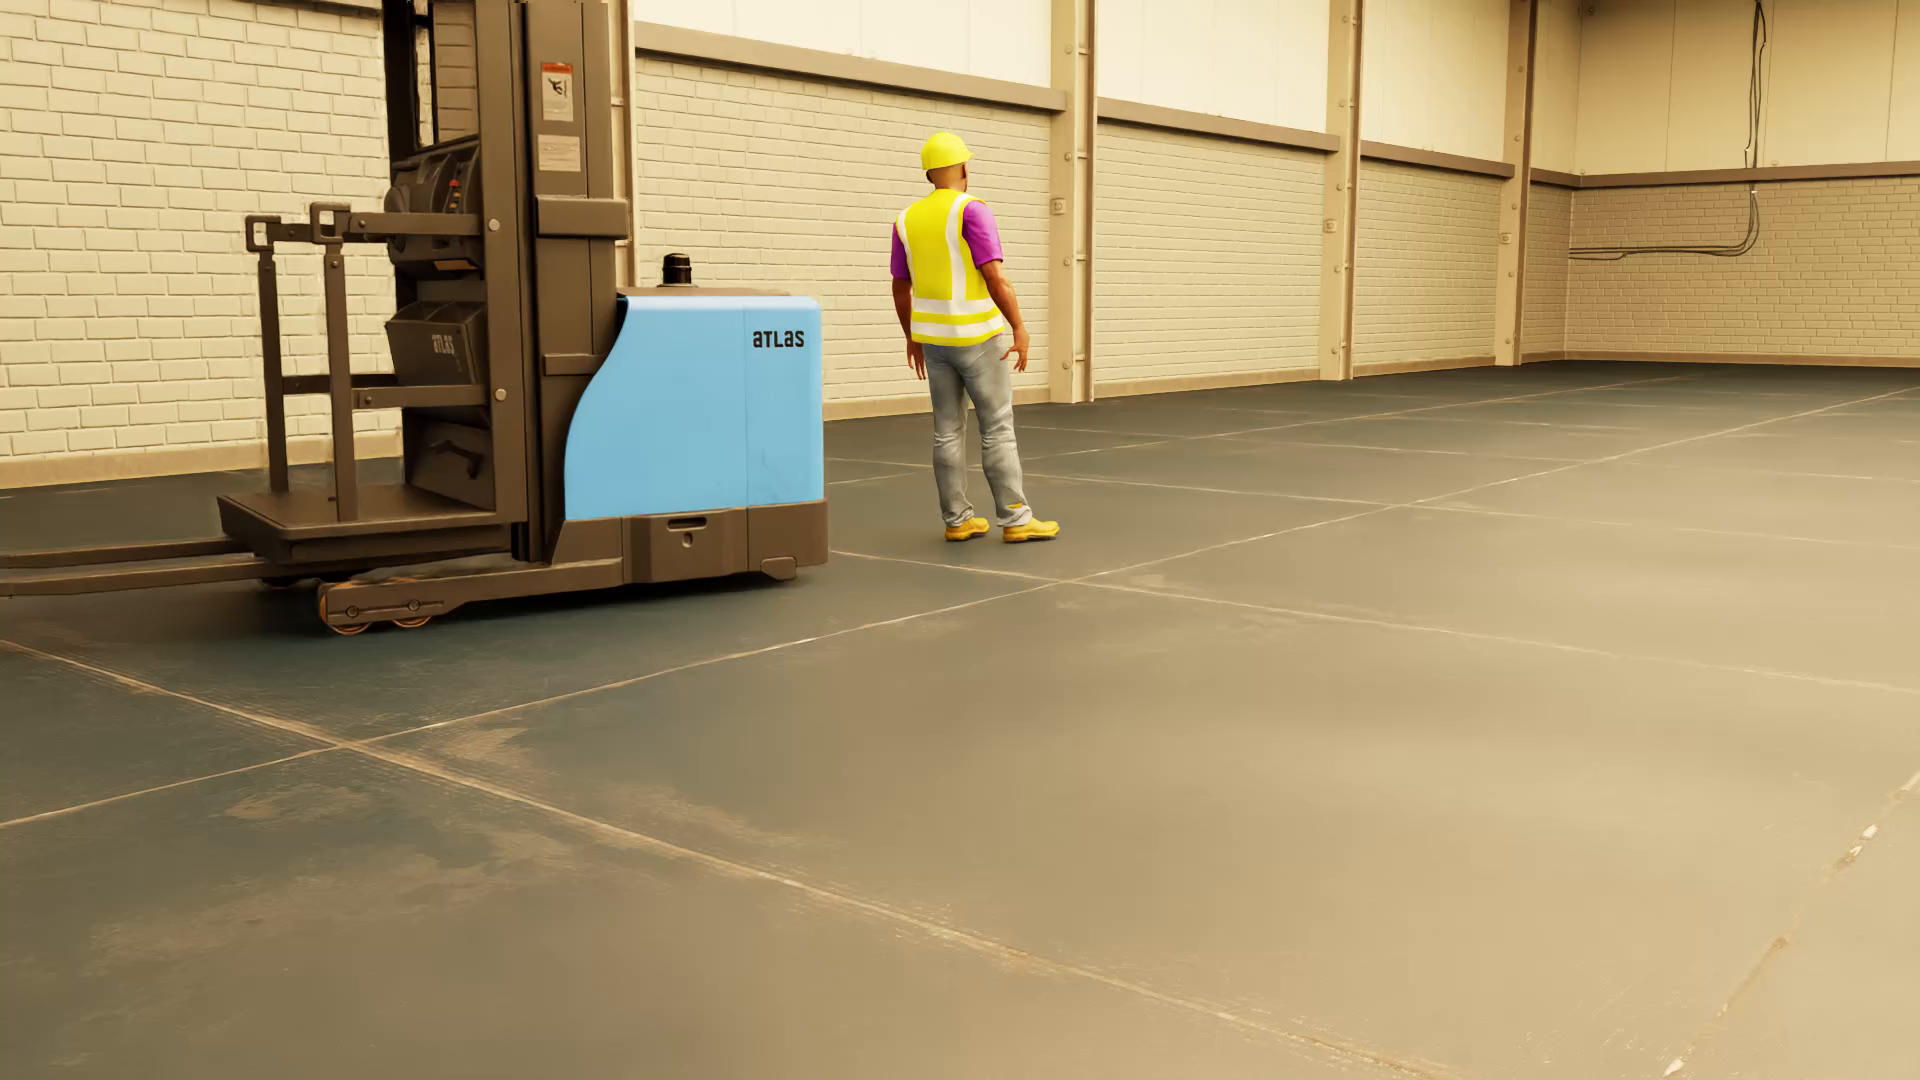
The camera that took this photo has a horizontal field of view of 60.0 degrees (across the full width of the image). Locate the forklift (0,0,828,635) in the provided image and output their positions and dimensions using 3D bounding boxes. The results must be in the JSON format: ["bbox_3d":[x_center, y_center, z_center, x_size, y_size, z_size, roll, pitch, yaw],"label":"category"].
[{"bbox_3d":[-2.012,-1.233,5.708,3.031,2.935,1.130,-6,10,-33],"label":"forklift"}]

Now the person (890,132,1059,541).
[{"bbox_3d":[0.048,-0.888,7.326,0.666,1.765,0.577,7,11,38],"label":"person"}]
